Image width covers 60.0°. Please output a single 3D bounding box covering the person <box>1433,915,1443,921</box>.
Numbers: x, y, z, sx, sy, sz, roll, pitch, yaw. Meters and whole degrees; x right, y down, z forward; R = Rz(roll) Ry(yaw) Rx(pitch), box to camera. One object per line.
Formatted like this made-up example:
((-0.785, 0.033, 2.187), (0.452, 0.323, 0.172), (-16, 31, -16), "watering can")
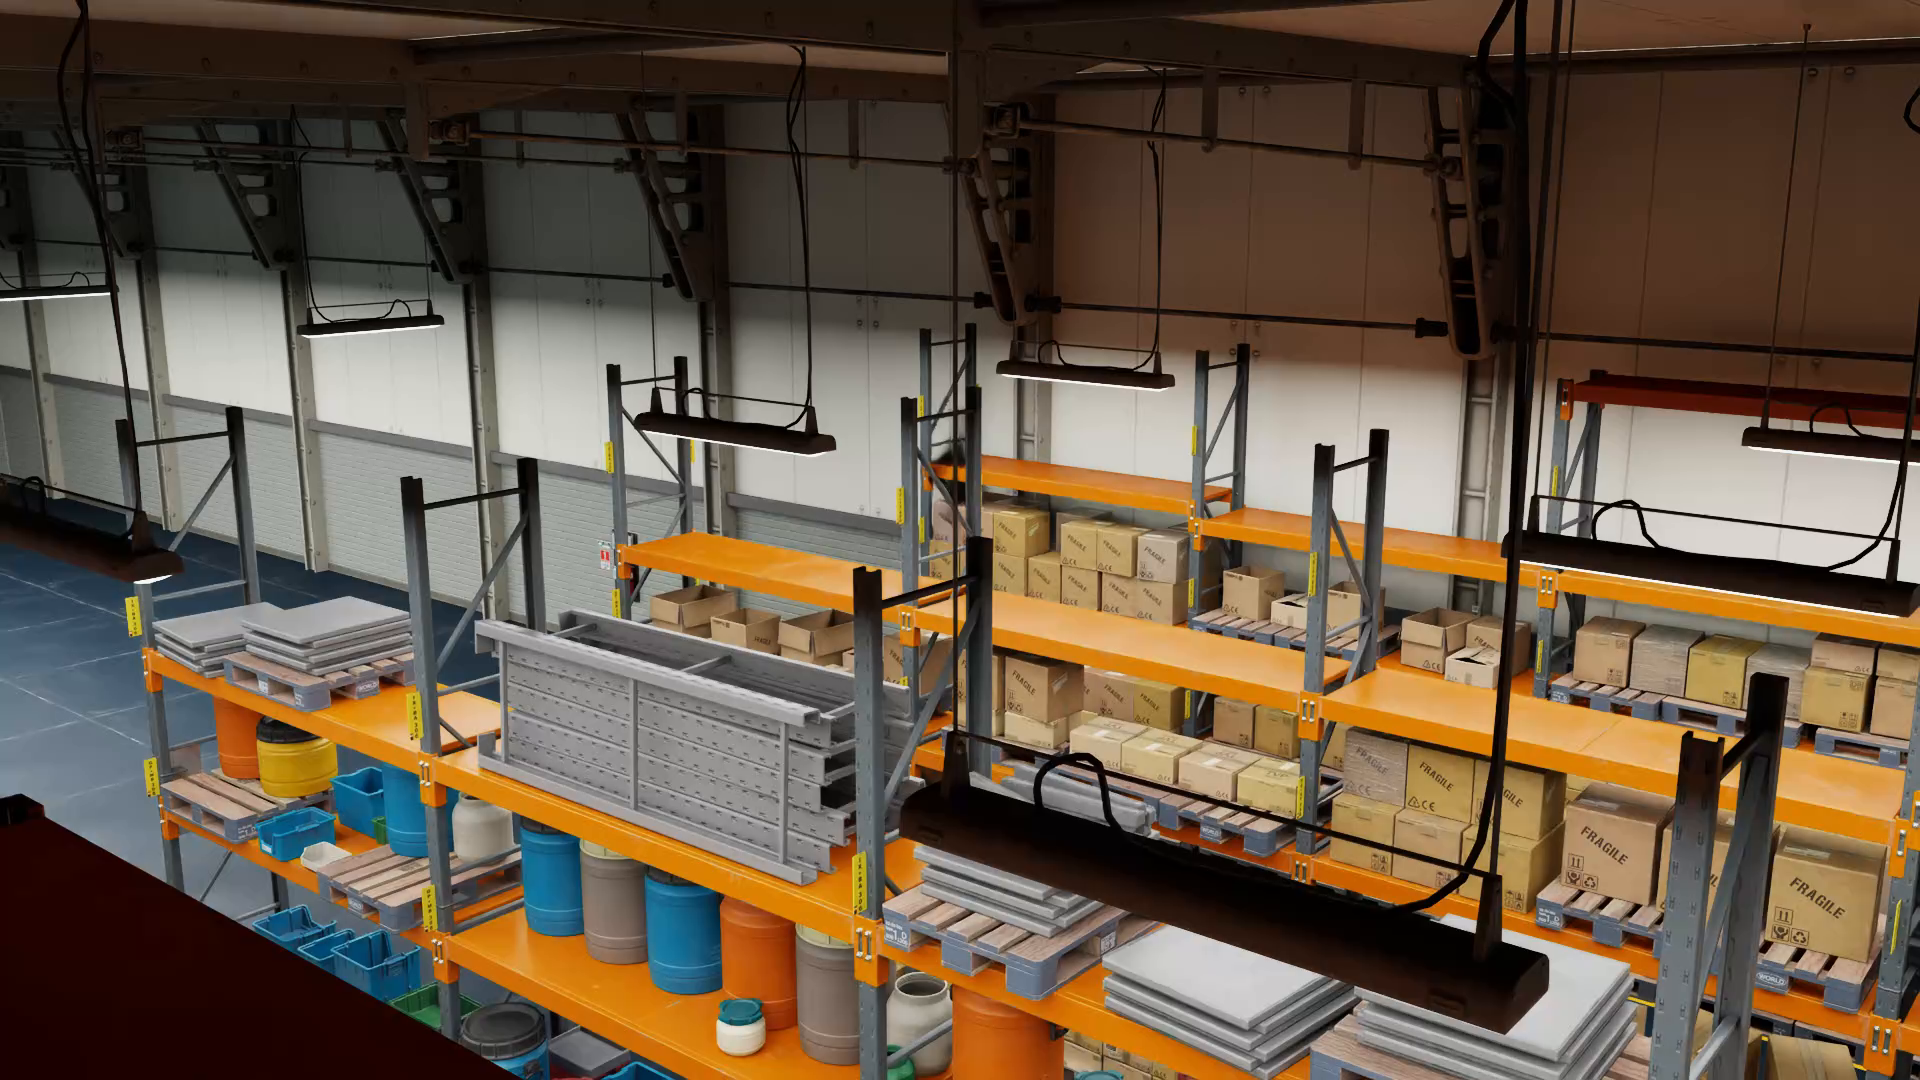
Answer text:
((4.557, 3.889, 15.466), (0.684, 1.598, 0.552), (5, 14, 21), "person")
